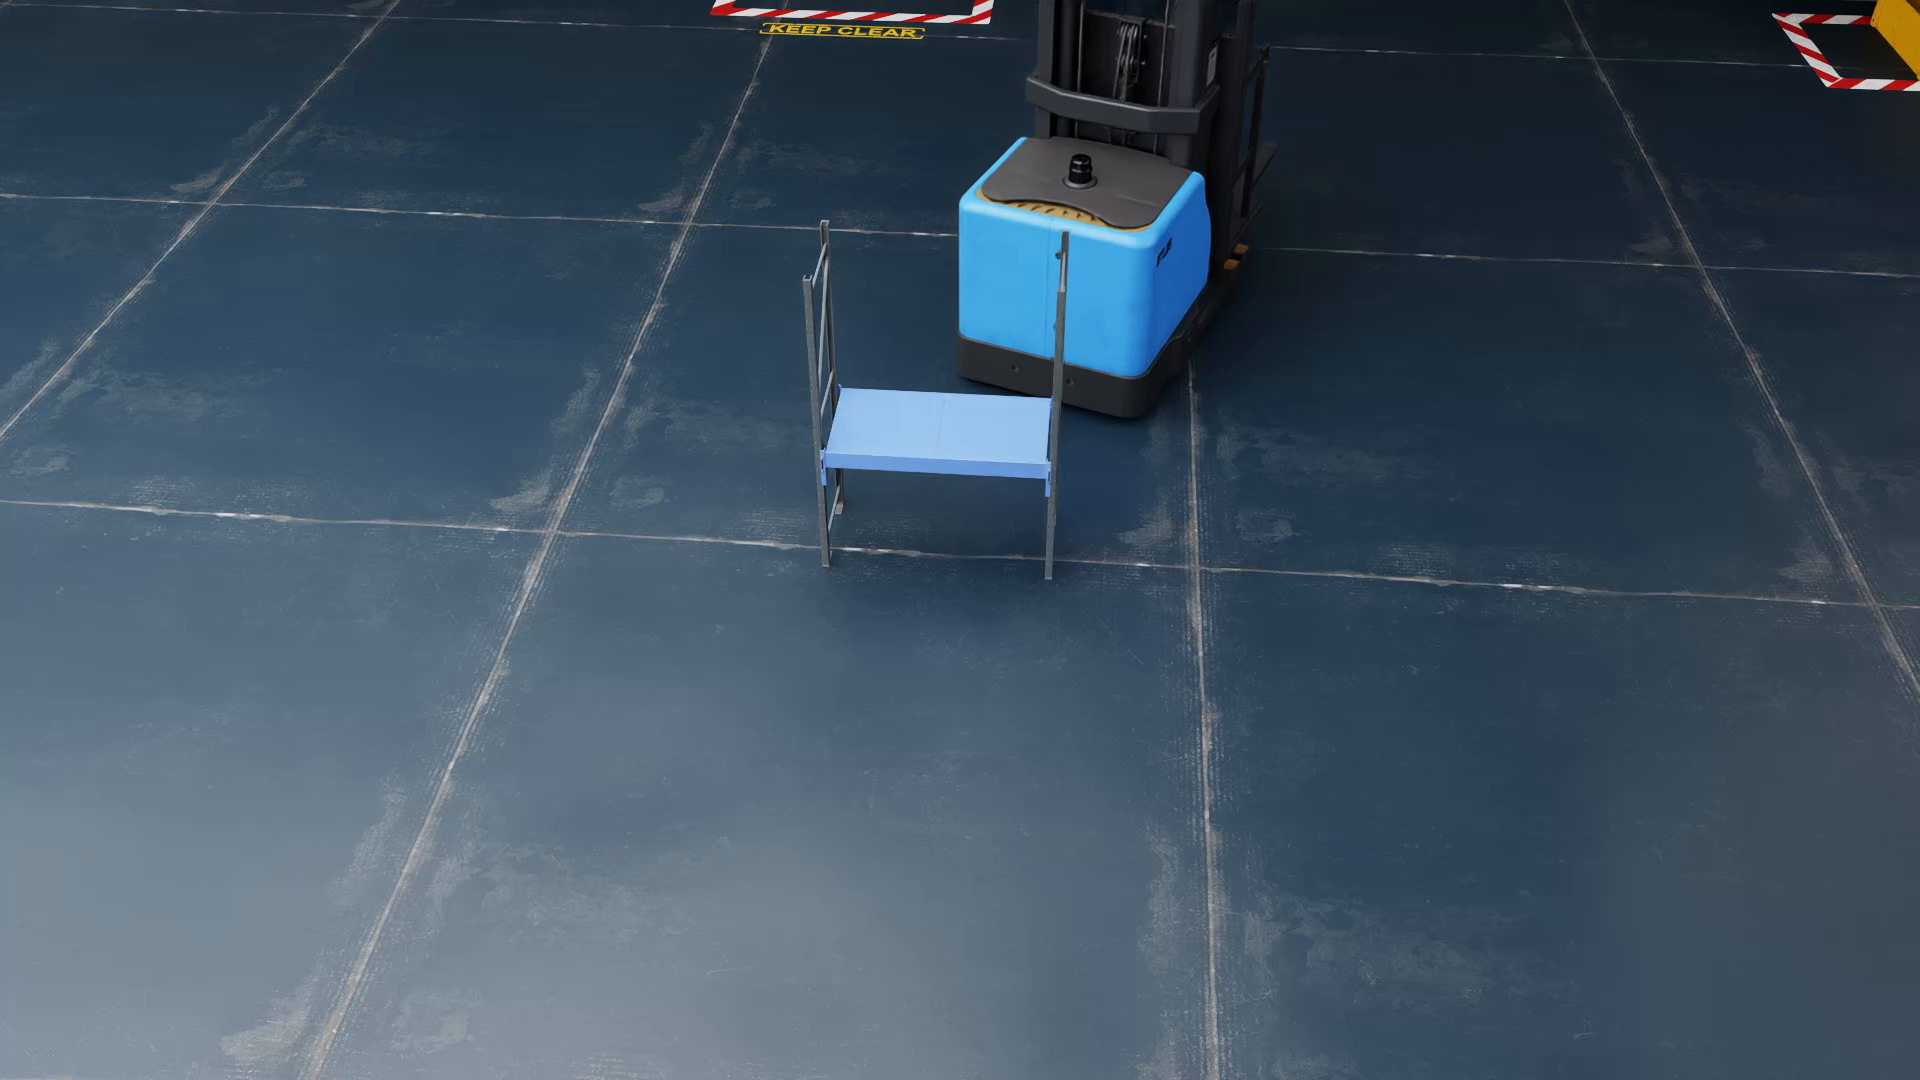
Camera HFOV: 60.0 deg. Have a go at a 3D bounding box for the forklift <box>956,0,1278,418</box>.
[{"bbox_3d":[1.058,-2.680,8.721,1.130,2.935,3.031,16,42,19],"label":"forklift"}]

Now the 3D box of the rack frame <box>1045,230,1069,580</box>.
[{"bbox_3d":[0.421,-0.559,7.248,0.032,1.500,0.500,3,39,4],"label":"rack frame"}]

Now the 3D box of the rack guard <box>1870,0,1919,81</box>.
[{"bbox_3d":[6.986,-3.748,11.959,0.348,0.500,1.175,3,39,4],"label":"rack guard"}]

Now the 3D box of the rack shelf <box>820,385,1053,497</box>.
[{"bbox_3d":[-0.085,-0.447,7.396,1.000,0.185,0.538,3,39,4],"label":"rack shelf"}]

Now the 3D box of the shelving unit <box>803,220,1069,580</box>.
[{"bbox_3d":[-0.085,-0.586,7.282,1.048,1.500,0.538,3,39,4],"label":"shelving unit"}]

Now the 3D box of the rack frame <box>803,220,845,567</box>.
[{"bbox_3d":[-0.591,-0.614,7.316,0.032,1.500,0.500,3,39,4],"label":"rack frame"}]
